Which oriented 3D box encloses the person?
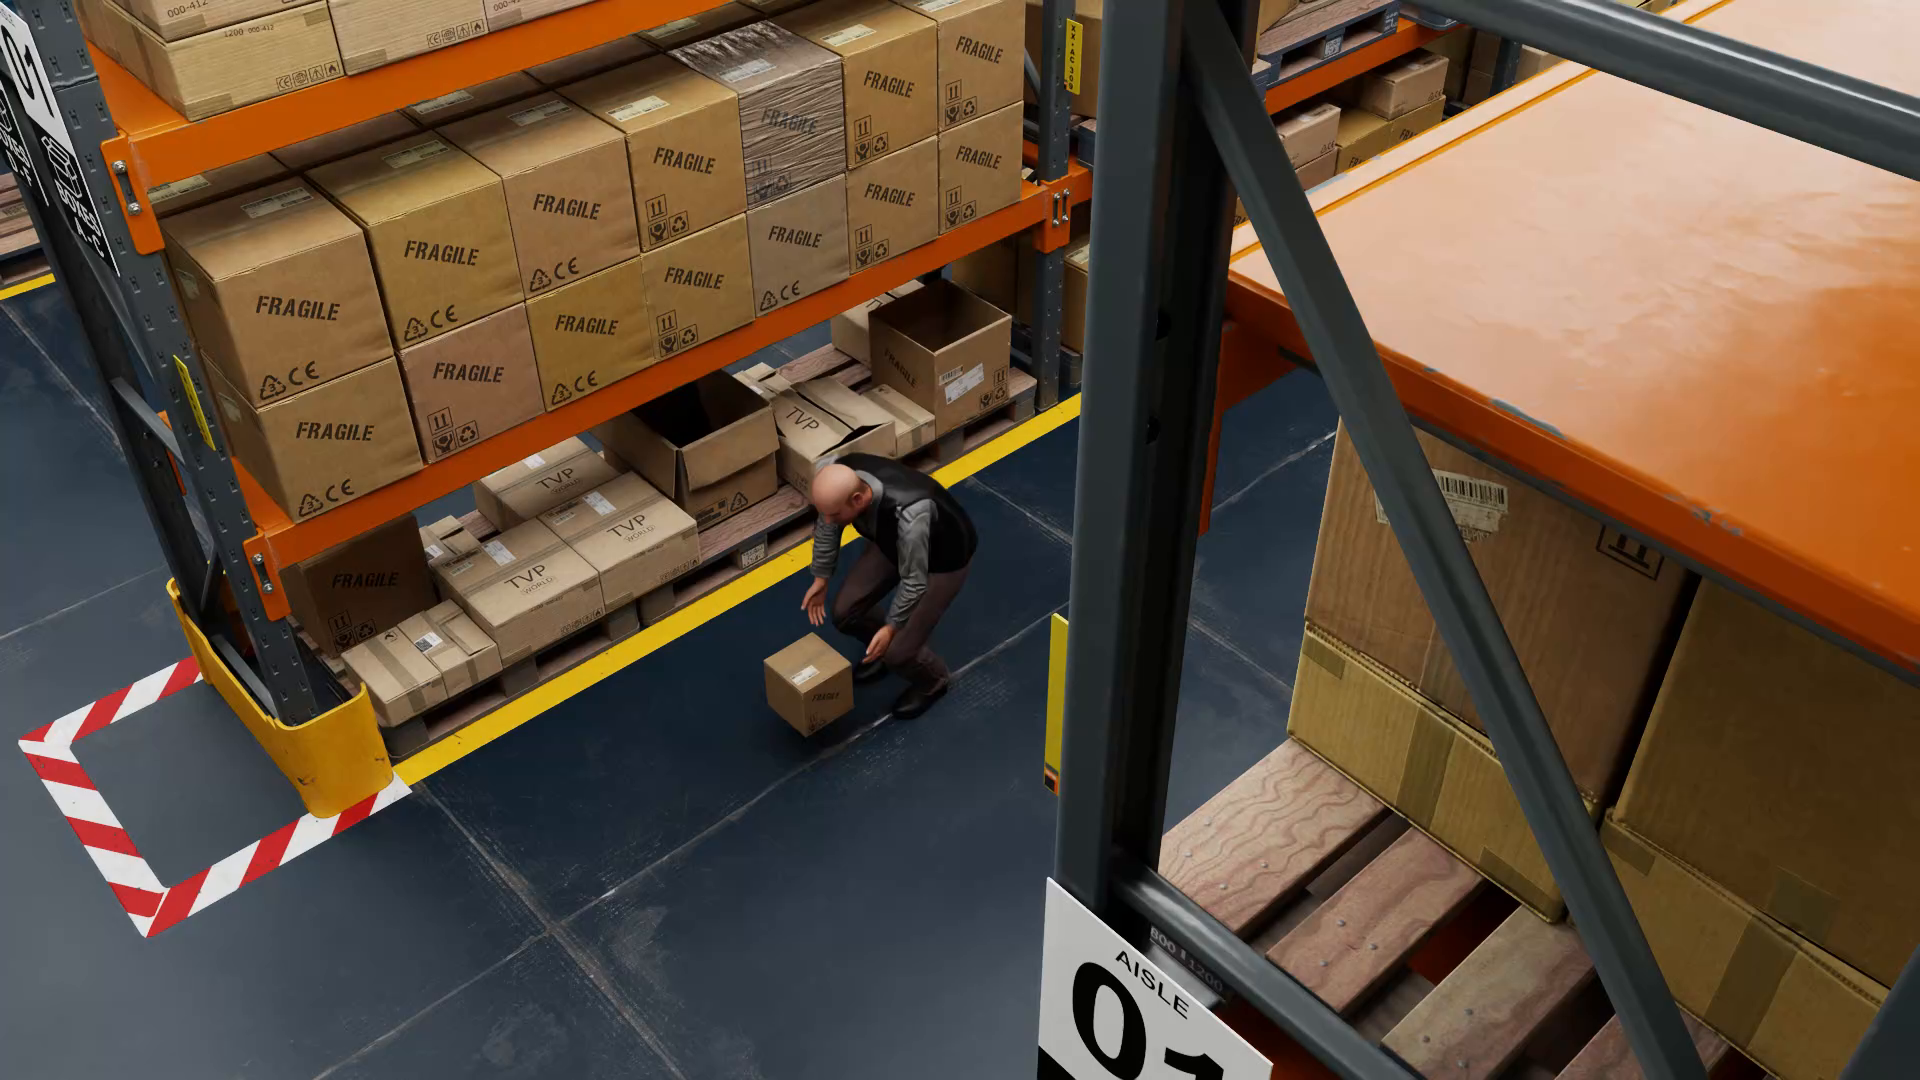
[{"bbox_3d":[-0.260,0.141,6.632,0.740,1.342,0.591,-30,48,-31],"label":"person"}]
